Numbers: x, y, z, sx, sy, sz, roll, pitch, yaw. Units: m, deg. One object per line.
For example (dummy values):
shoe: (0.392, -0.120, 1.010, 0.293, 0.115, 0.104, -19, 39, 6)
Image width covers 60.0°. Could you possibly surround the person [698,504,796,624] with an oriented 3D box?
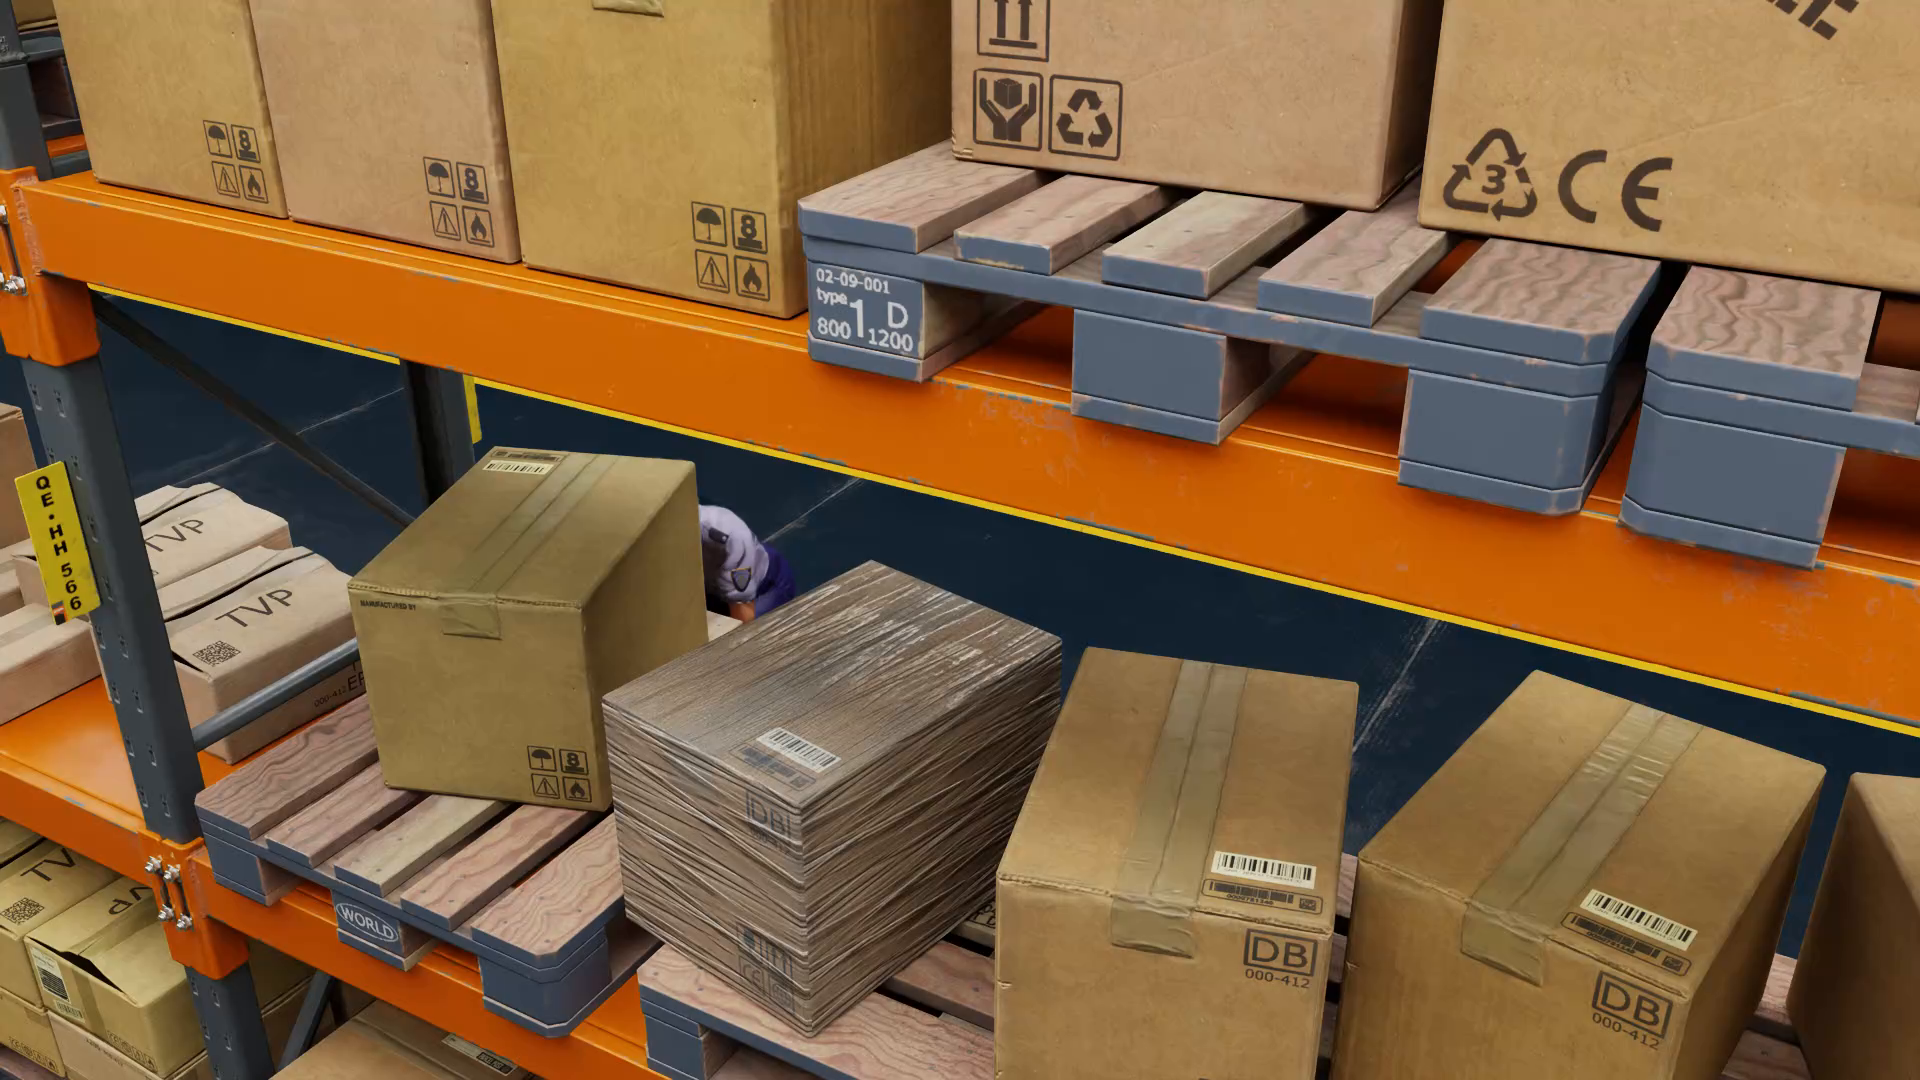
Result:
person: (-0.905, 0.295, 6.050, 0.537, 1.202, 0.670, 14, 30, 26)
